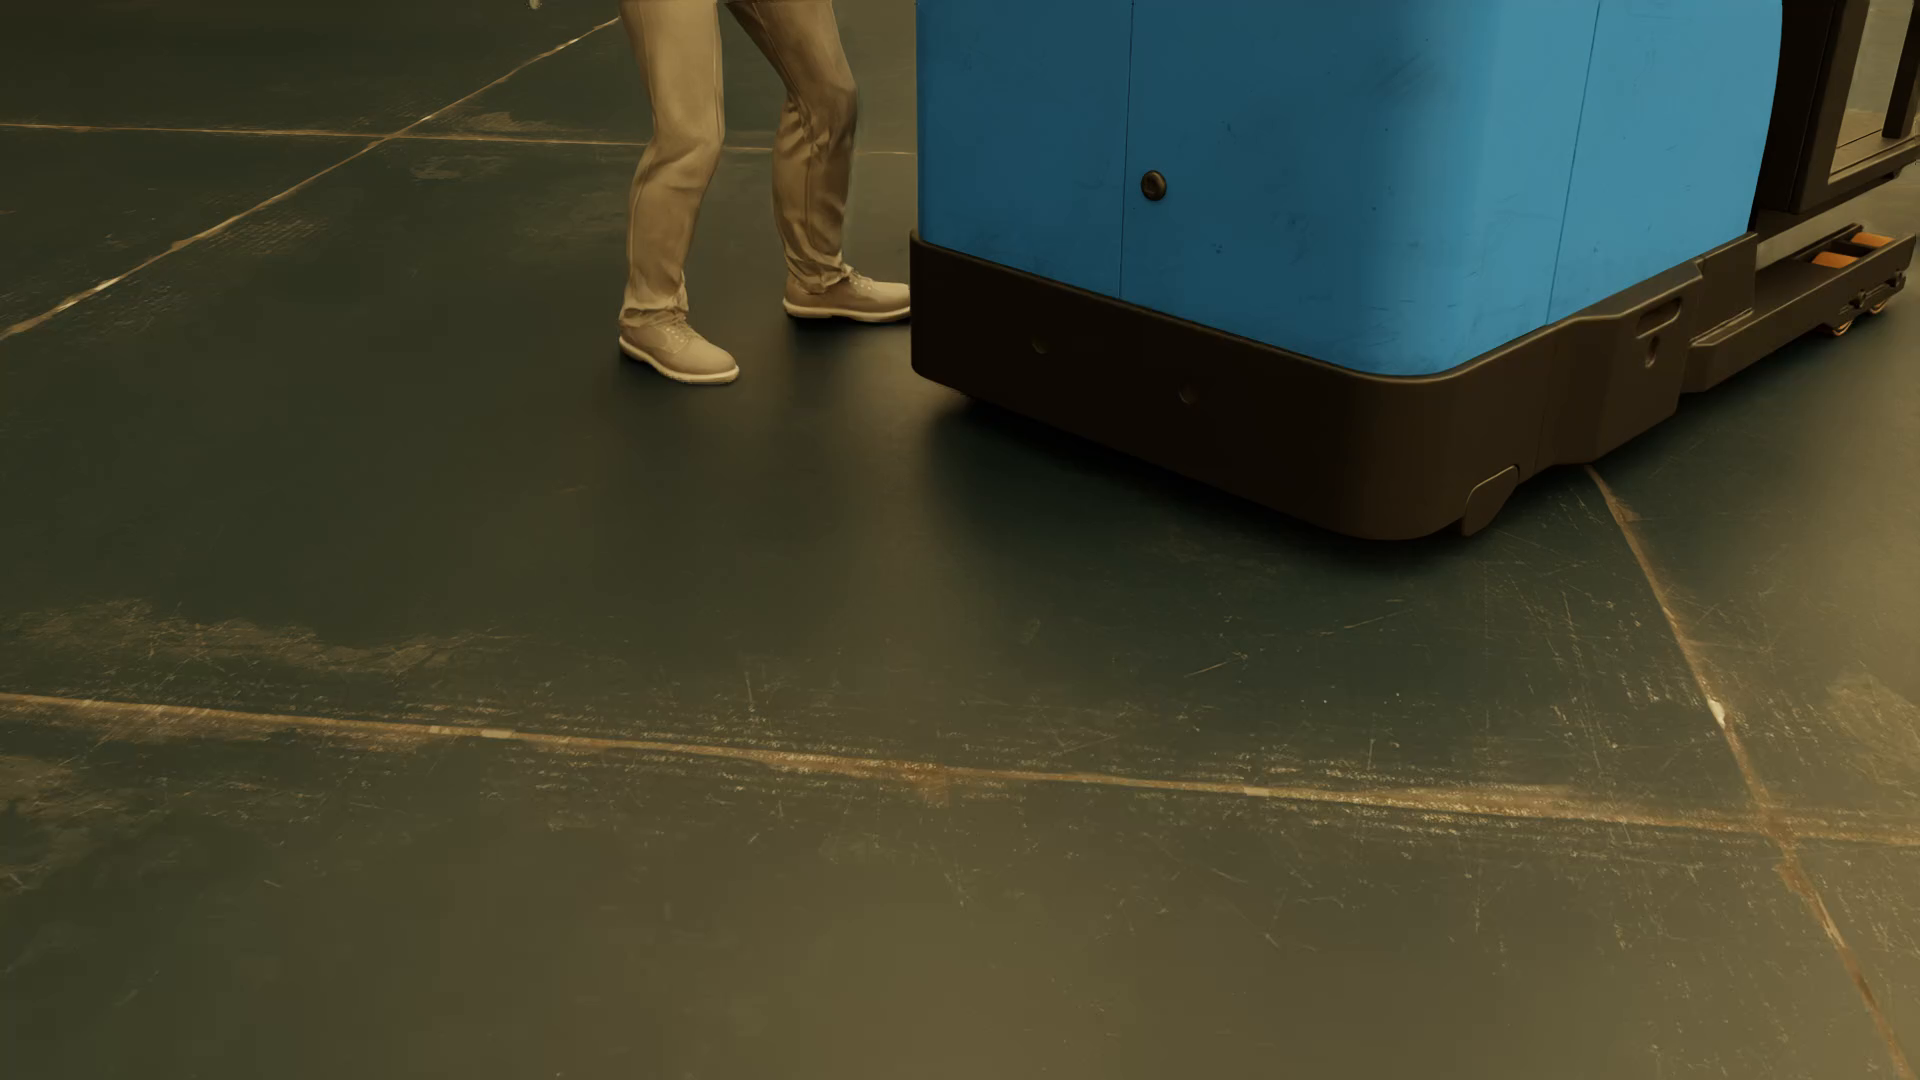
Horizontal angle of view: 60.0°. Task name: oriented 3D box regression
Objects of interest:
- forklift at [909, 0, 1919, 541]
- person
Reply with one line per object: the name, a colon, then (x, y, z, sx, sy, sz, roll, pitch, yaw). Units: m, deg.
forklift: (1.321, -1.864, 2.954, 3.031, 2.935, 1.130, -23, 35, -39)
person: (-0.420, -1.096, 2.879, 0.382, 1.639, 0.788, 17, 31, 31)
